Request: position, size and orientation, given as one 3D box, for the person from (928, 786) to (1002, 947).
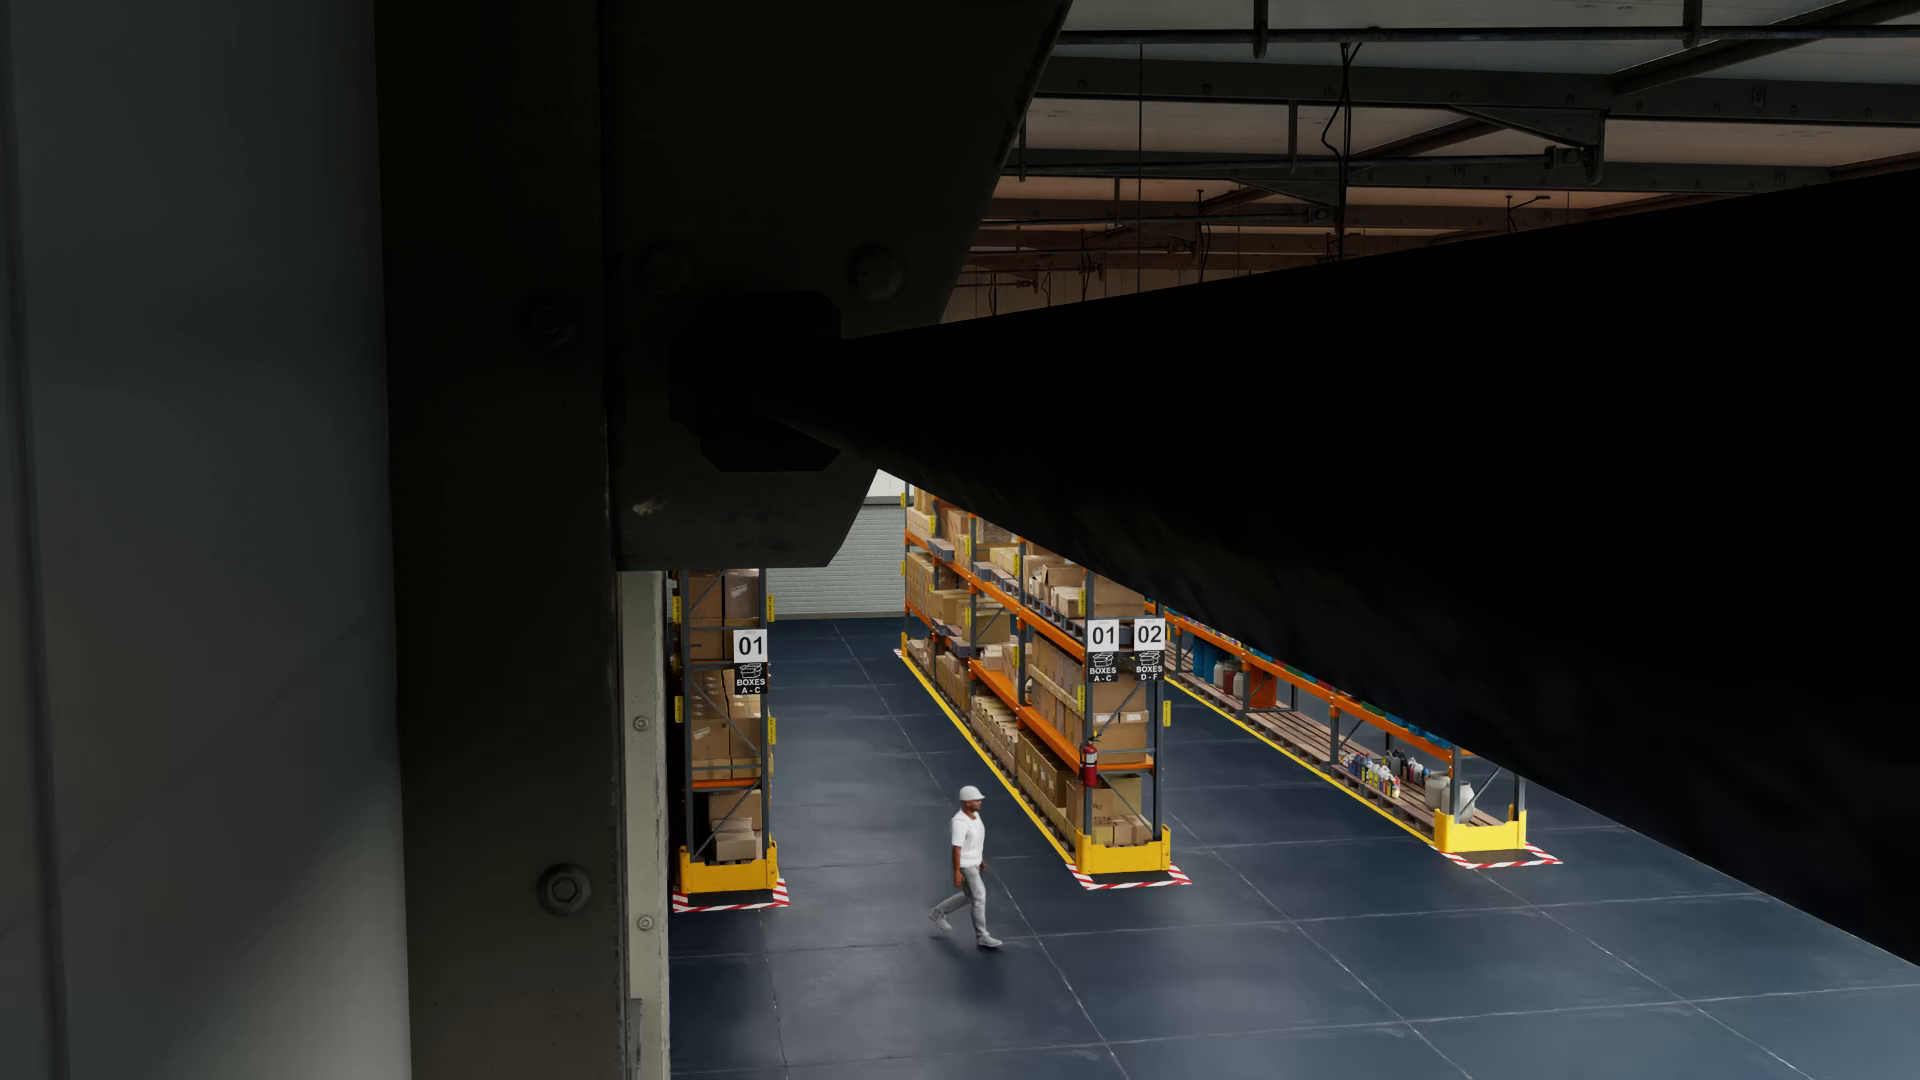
[{"bbox_3d":[0.073,3.565,18.336,0.908,1.741,0.630,2,6,17],"label":"person"}]
